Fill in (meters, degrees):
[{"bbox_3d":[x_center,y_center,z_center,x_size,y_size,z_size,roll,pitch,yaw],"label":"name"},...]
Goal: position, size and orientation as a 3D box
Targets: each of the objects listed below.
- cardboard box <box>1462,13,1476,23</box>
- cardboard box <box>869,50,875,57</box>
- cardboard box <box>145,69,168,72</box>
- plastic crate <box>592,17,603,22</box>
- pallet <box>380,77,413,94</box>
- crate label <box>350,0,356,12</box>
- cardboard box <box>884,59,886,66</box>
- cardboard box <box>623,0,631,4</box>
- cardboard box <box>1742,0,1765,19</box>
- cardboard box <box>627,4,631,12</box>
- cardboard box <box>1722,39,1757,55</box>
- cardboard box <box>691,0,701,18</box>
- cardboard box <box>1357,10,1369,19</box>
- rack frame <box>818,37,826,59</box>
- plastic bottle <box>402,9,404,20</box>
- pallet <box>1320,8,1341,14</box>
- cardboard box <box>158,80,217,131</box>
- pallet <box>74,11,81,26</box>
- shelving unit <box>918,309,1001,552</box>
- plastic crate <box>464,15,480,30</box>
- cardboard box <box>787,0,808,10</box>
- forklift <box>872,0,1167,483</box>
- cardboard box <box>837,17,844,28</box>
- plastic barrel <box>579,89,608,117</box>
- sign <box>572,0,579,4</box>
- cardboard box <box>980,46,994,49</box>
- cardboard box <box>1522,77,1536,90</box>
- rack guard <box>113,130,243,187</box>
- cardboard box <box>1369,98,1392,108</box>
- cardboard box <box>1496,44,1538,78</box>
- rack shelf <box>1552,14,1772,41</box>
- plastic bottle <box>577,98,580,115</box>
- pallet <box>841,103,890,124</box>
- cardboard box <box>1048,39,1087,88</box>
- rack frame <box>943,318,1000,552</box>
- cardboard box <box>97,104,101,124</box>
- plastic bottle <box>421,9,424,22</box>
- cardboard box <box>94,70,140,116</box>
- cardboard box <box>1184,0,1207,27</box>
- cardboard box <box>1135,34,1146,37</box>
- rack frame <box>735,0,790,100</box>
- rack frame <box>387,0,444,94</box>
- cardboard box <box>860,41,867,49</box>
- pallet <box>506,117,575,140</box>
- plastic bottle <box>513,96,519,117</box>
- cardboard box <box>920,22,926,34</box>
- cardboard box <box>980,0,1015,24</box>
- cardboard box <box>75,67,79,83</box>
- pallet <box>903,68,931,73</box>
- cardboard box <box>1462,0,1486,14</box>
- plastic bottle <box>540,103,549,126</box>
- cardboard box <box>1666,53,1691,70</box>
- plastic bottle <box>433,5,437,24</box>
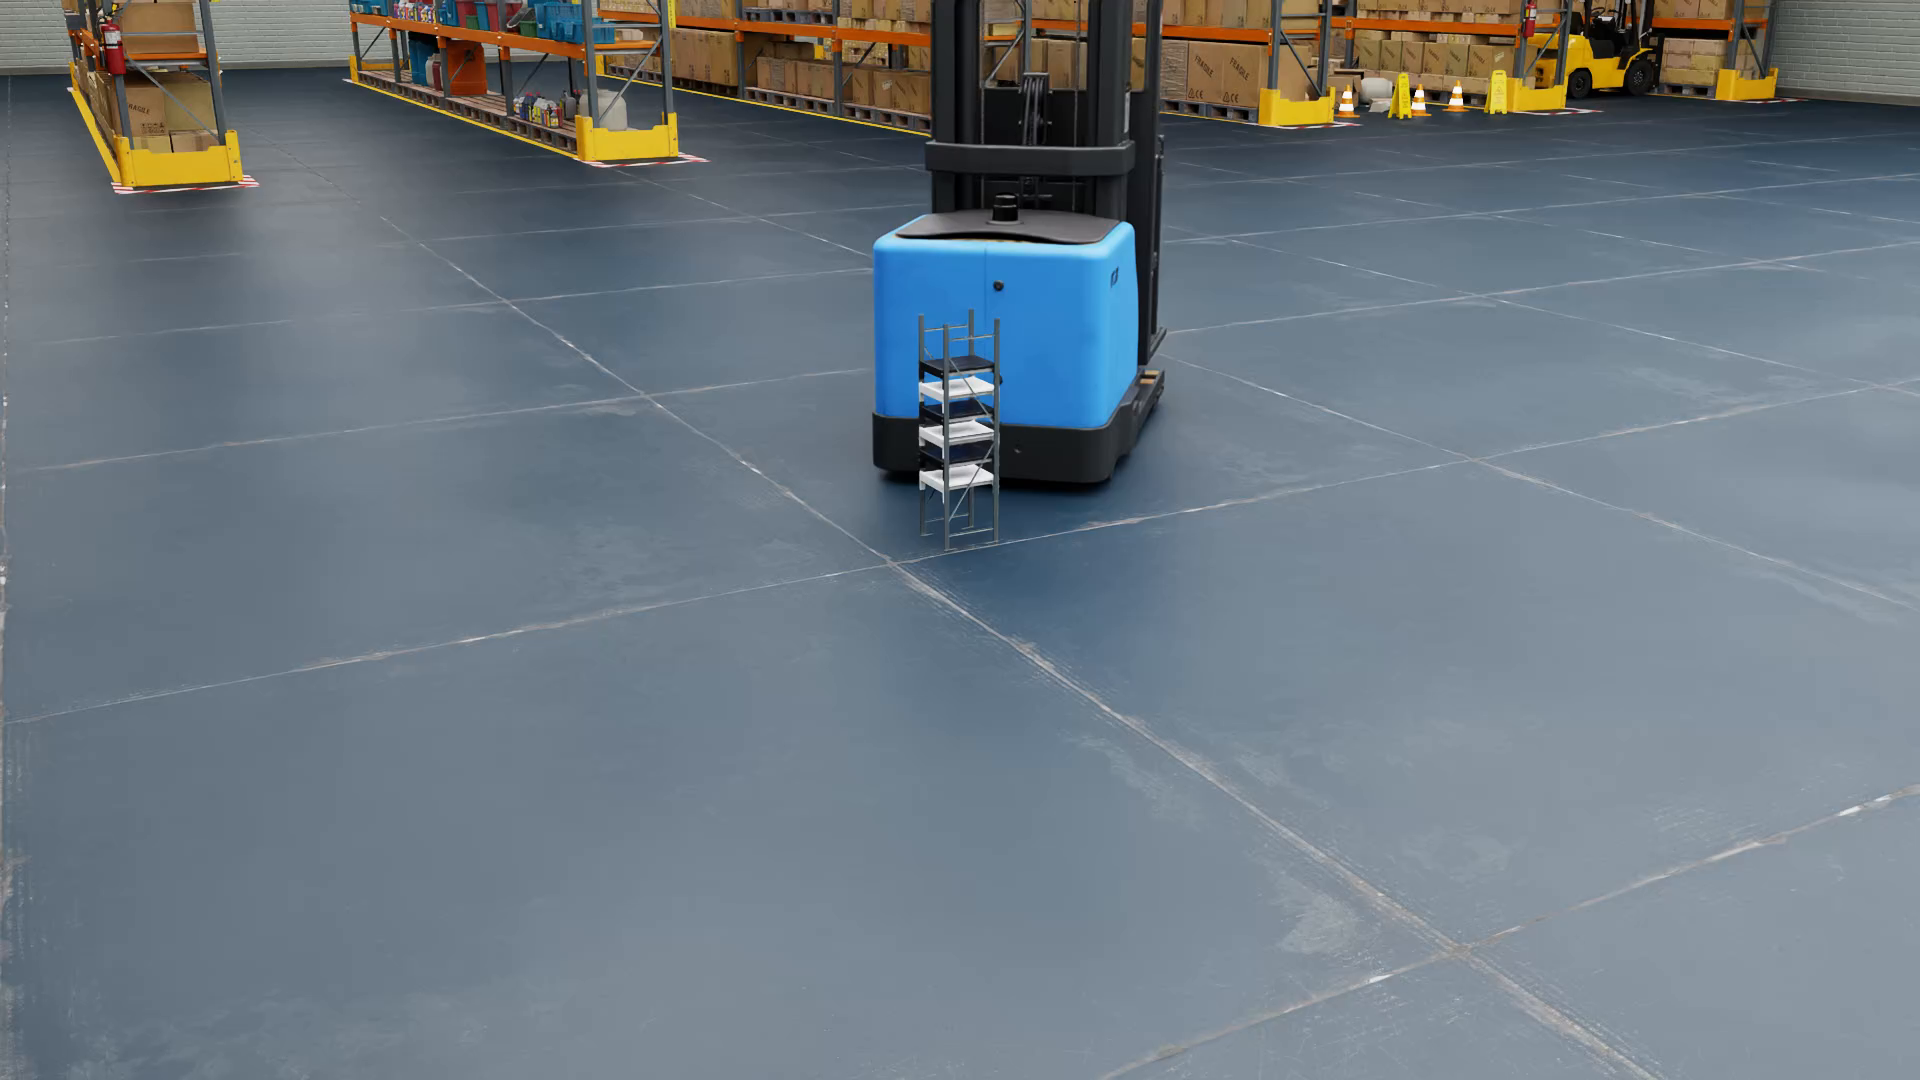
[{"bbox_3d":[8.354,-8.447,26.898,0.380,0.149,0.250,-10,21,-26],"label":"cardboard box"},{"bbox_3d":[-1.700,-10.279,35.092,0.380,0.149,0.250,-9,21,-25],"label":"cardboard box"},{"bbox_3d":[-11.586,-6.570,23.784,0.500,0.311,0.500,-9,21,-25],"label":"cardboard box"},{"bbox_3d":[-5.026,-6.790,21.938,0.499,0.251,0.616,-10,21,-27],"label":"plastic crate"},{"bbox_3d":[-9.973,-8.319,30.418,1.003,0.211,1.213,-10,21,-27],"label":"pallet"},{"bbox_3d":[-11.661,-10.408,32.360,0.416,0.233,0.303,-10,21,-27],"label":"crate label"},{"bbox_3d":[-1.353,-9.937,34.558,0.380,0.149,0.250,-9,21,-25],"label":"cardboard box"},{"bbox_3d":[-6.399,-10.796,33.094,0.500,0.250,0.500,-10,22,-28],"label":"cardboard box"},{"bbox_3d":[13.565,-9.292,28.809,0.500,0.500,0.500,-9,21,-25],"label":"cardboard box"},{"bbox_3d":[-6.394,-10.560,33.020,0.380,0.149,0.250,-10,21,-26],"label":"cardboard box"},{"bbox_3d":[13.494,-8.598,28.990,0.500,0.250,0.500,-10,22,-27],"label":"cardboard box"},{"bbox_3d":[-4.505,-9.641,29.819,0.500,0.500,0.500,-10,21,-26],"label":"cardboard box"},{"bbox_3d":[7.157,-9.179,29.020,0.380,0.149,0.250,-10,21,-27],"label":"cardboard box"},{"bbox_3d":[-2.717,-12.087,37.062,1.000,3.000,0.127,-10,21,-27],"label":"rack frame"},{"bbox_3d":[-9.454,-8.976,28.351,0.097,0.201,0.097,0,19,0],"label":"plastic bottle"},{"bbox_3d":[6.366,-9.934,31.115,1.003,0.211,1.213,-10,21,-27],"label":"pallet"},{"bbox_3d":[-8.550,-4.806,18.384,0.500,0.500,0.500,-10,21,-27],"label":"cardboard box"},{"bbox_3d":[-12.979,-7.985,25.467,1.003,0.211,1.213,-10,21,-27],"label":"pallet"},{"bbox_3d":[-0.004,-0.428,6.491,0.258,0.900,0.210,-10,21,-27],"label":"shelving unit"},{"bbox_3d":[-6.866,-7.492,24.070,0.450,0.188,0.662,-10,21,-27],"label":"plastic crate"},{"bbox_3d":[-2.336,-8.634,26.252,0.797,0.503,0.637,-8,20,-21],"label":"cardboard box"},{"bbox_3d":[0.459,-2.073,8.144,1.130,2.935,3.031,5,20,13],"label":"forklift"},{"bbox_3d":[-1.594,-7.676,24.663,0.380,0.149,0.250,-10,21,-27],"label":"cardboard box"},{"bbox_3d":[-4.509,-5.331,20.653,0.421,0.512,0.421,0,19,0],"label":"plastic barrel"},{"bbox_3d":[-5.301,-7.349,22.906,0.100,0.325,0.005,-10,21,-27],"label":"sign"},{"bbox_3d":[0.527,-9.318,31.075,0.500,0.250,0.500,-11,22,-28],"label":"cardboard box"},{"bbox_3d":[9.050,-7.463,27.232,0.500,0.250,0.500,-10,21,-27],"label":"cardboard box"},{"bbox_3d":[-8.241,-4.033,17.553,1.175,0.500,0.348,-10,21,-27],"label":"rack guard"},{"bbox_3d":[6.789,-7.005,26.705,0.380,0.149,0.250,1,19,2],"label":"cardboard box"},{"bbox_3d":[9.038,-7.824,27.129,0.500,0.500,0.500,-11,22,-28],"label":"cardboard box"},{"bbox_3d":[12.606,-9.294,30.069,1.077,0.370,4.000,-10,21,-27],"label":"rack shelf"},{"bbox_3d":[-5.065,-5.749,22.182,0.061,0.283,0.133,-10,21,-27],"label":"plastic bottle"},{"bbox_3d":[-1.082,-6.398,24.848,1.003,0.211,1.213,-10,21,-27],"label":"pallet"},{"bbox_3d":[2.153,-8.219,28.657,1.050,0.750,0.750,-10,21,-27],"label":"cardboard box"},{"bbox_3d":[0.044,-0.399,6.407,0.240,0.900,0.006,-10,21,-27],"label":"rack frame"},{"bbox_3d":[-11.086,-5.635,21.934,0.500,0.250,0.500,-9,21,-25],"label":"cardboard box"},{"bbox_3d":[-8.729,-8.538,27.081,0.097,0.201,0.097,0,19,0],"label":"plastic bottle"},{"bbox_3d":[-10.207,-5.441,20.224,0.500,0.500,0.500,-10,21,-27],"label":"cardboard box"},{"bbox_3d":[3.941,-8.145,25.407,0.875,0.550,0.500,-10,21,-27],"label":"cardboard box"},{"bbox_3d":[4.292,-10.505,35.090,0.875,0.875,0.875,-9,21,-25],"label":"cardboard box"},{"bbox_3d":[-3.331,-9.051,28.264,1.000,3.000,0.127,-10,21,-27],"label":"rack frame"},{"bbox_3d":[-9.589,-9.433,29.368,1.000,3.000,0.127,-10,21,-27],"label":"rack frame"},{"bbox_3d":[-1.899,-10.496,35.265,0.380,0.149,0.250,-11,22,-29],"label":"cardboard box"},{"bbox_3d":[-5.508,-5.619,22.590,1.003,0.211,1.213,-10,21,-27],"label":"pallet"},{"bbox_3d":[-6.025,-5.895,22.624,0.097,0.271,0.097,0,19,0],"label":"plastic bottle"},{"bbox_3d":[-0.319,-6.974,22.629,0.380,0.149,0.250,-10,21,-27],"label":"cardboard box"},{"bbox_3d":[0.231,-7.105,22.014,0.875,0.500,0.500,-10,21,-27],"label":"cardboard box"},{"bbox_3d":[-15.366,-8.236,29.441,0.500,0.250,0.500,-10,21,-27],"label":"cardboard box"},{"bbox_3d":[-0.446,-9.398,33.542,1.003,0.211,1.213,-10,21,-27],"label":"pallet"},{"bbox_3d":[8.455,-8.735,26.739,0.500,0.500,0.500,-10,21,-27],"label":"cardboard box"},{"bbox_3d":[-5.310,-5.484,21.426,0.152,0.276,0.135,-11,22,-28],"label":"plastic bottle"},{"bbox_3d":[12.821,-8.432,29.273,0.500,0.250,0.500,-10,22,-27],"label":"cardboard box"},{"bbox_3d":[-8.257,-8.279,26.205,0.061,0.283,0.133,-10,21,-27],"label":"plastic bottle"}]
